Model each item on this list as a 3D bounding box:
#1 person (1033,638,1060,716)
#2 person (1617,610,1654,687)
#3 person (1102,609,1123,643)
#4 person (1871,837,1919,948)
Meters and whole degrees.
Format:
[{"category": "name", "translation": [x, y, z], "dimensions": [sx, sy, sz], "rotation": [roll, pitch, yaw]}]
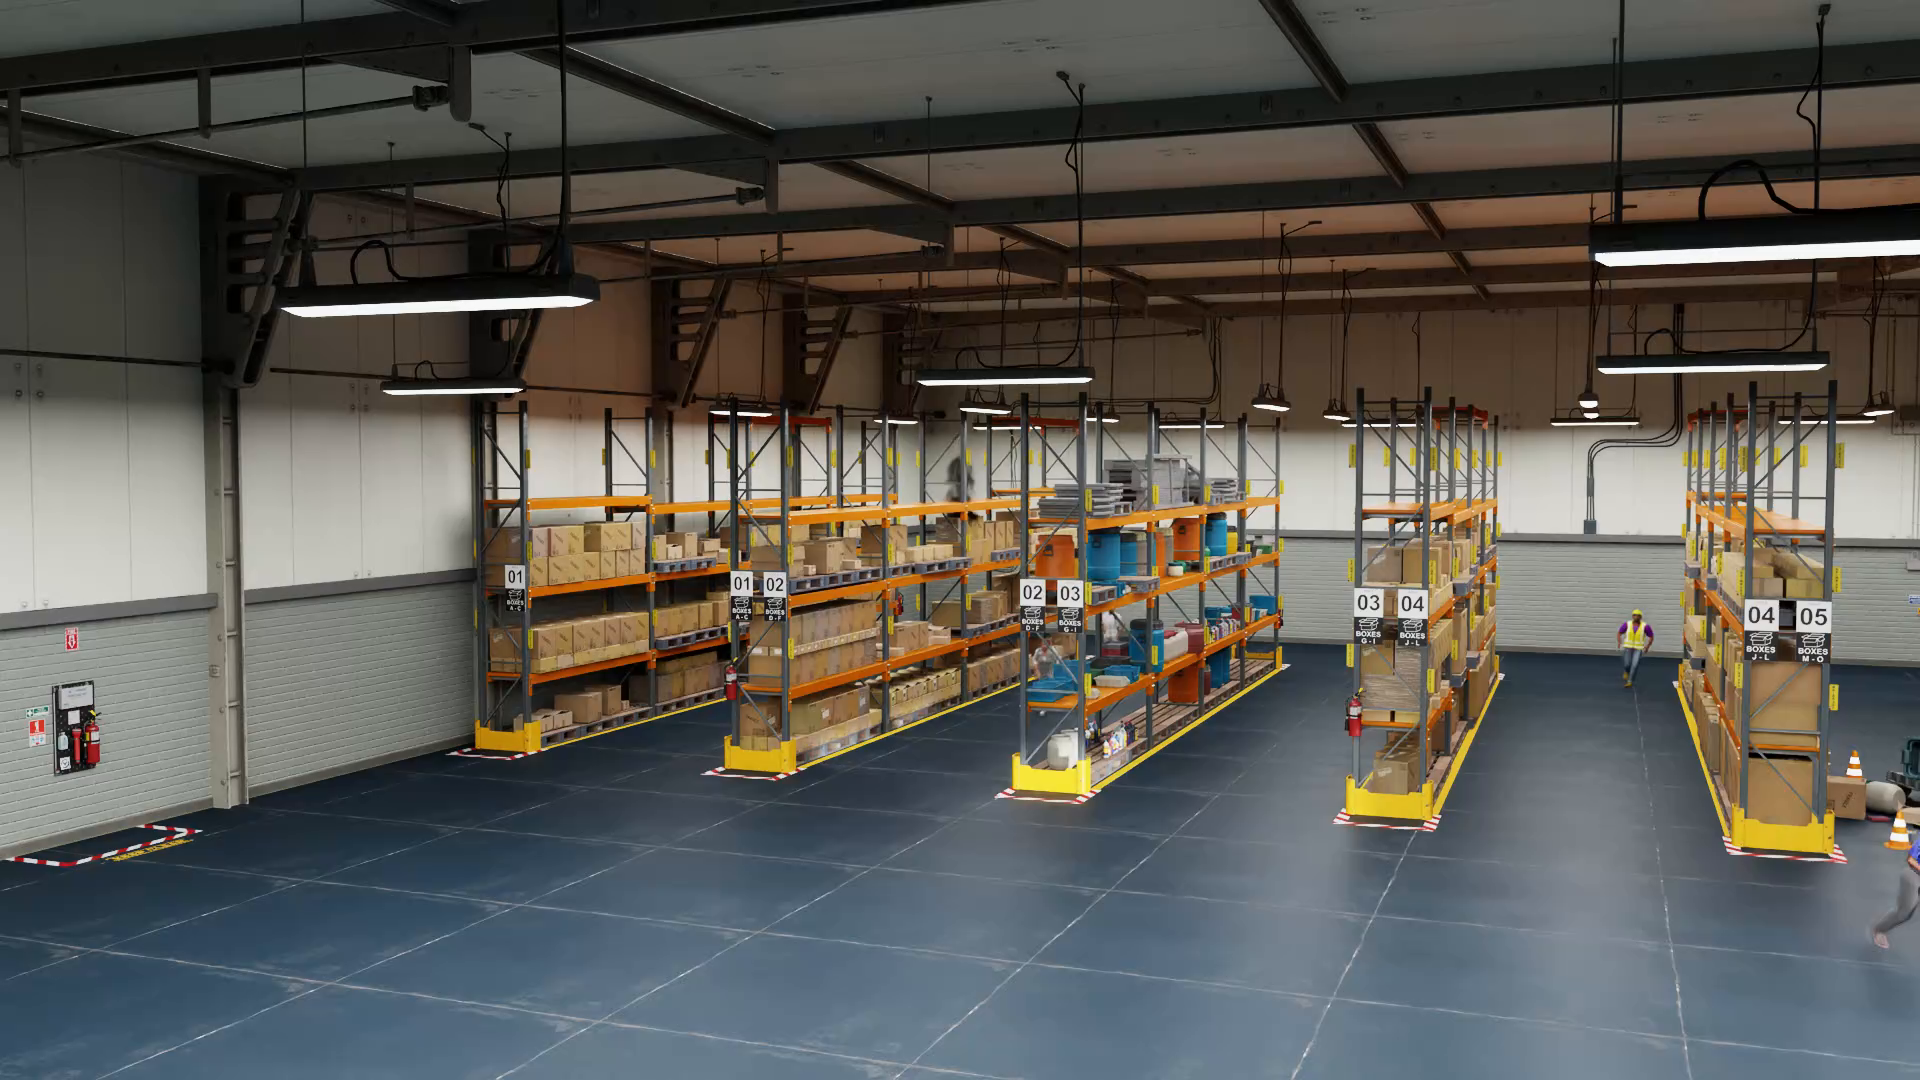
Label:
[{"category": "person", "translation": [1.699, 2.677, 32.672], "dimensions": [0.539, 1.532, 0.815], "rotation": [0, 3, 7]}, {"category": "person", "translation": [14.848, 2.378, 36.557], "dimensions": [0.757, 1.719, 0.665], "rotation": [1, 3, 27]}, {"category": "person", "translation": [3.572, 2.269, 39.169], "dimensions": [0.563, 1.655, 0.589], "rotation": [1, 3, 13]}, {"category": "person", "translation": [9.515, 3.437, 16.538], "dimensions": [0.617, 1.615, 0.967], "rotation": [-1, 3, -20]}]
